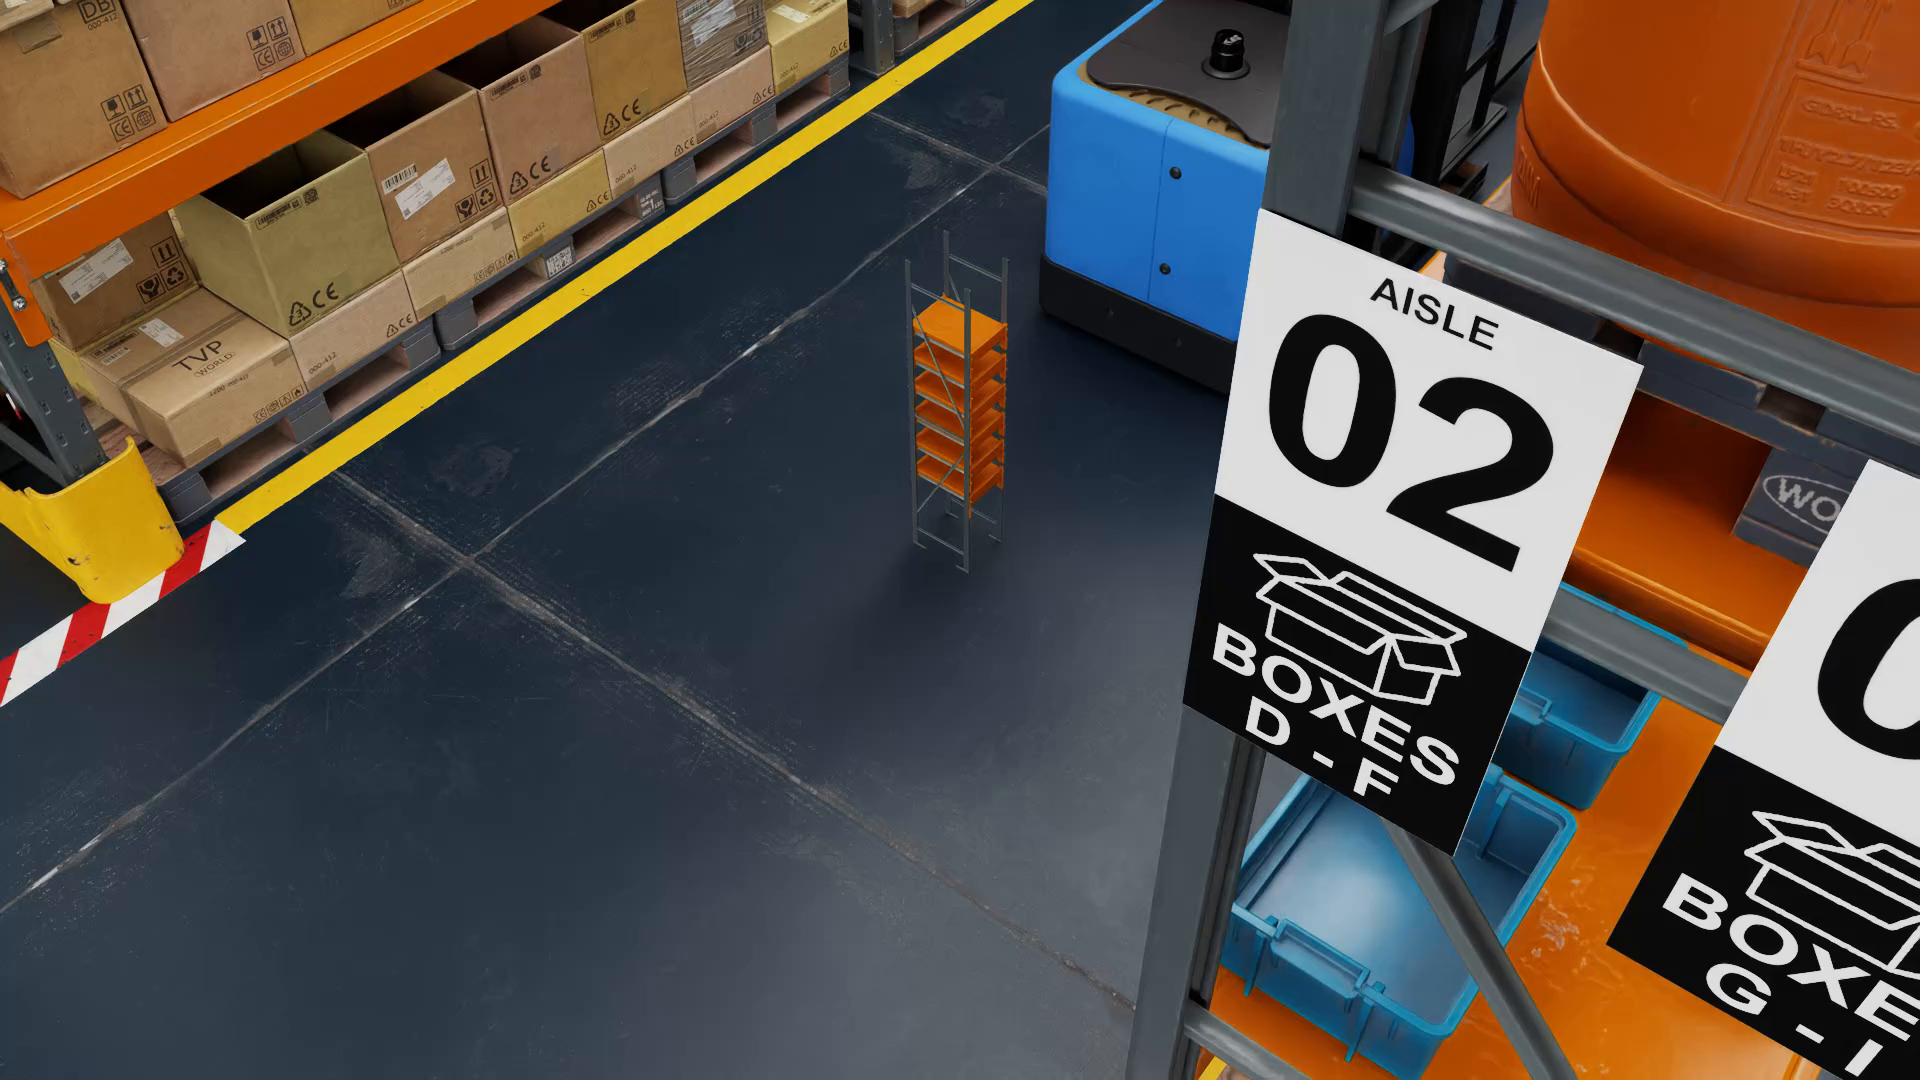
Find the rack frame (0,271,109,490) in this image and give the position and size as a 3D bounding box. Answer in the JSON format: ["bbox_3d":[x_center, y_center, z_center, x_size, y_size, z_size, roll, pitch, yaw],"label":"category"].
[{"bbox_3d":[-3.186,-1.173,4.796,1.000,3.000,0.127,29,53,25],"label":"rack frame"}]

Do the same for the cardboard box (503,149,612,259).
[{"bbox_3d":[-1.764,-1.434,6.657,0.500,0.250,0.500,29,53,25],"label":"cardboard box"}]

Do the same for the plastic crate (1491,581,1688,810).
[{"bbox_3d":[1.202,0.283,3.508,0.499,0.251,0.408,29,53,25],"label":"plastic crate"}]

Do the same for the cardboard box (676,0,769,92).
[{"bbox_3d":[-1.166,-2.273,6.939,0.500,0.500,0.500,29,53,25],"label":"cardboard box"}]

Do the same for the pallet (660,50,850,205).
[{"bbox_3d":[-1.260,-2.062,7.574,1.003,0.211,1.213,29,53,25],"label":"pallet"}]

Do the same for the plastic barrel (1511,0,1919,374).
[{"bbox_3d":[0.928,-0.644,1.629,0.600,0.830,0.708,29,53,25],"label":"plastic barrel"}]

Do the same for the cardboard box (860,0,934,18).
[{"bbox_3d":[-0.298,-2.778,7.940,0.500,0.250,0.500,28,52,24],"label":"cardboard box"}]

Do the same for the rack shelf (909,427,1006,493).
[{"bbox_3d":[-0.009,-0.293,5.427,0.258,0.103,0.180,29,53,25],"label":"rack shelf"}]

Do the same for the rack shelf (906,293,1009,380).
[{"bbox_3d":[-0.009,-0.624,5.080,0.258,0.103,0.180,29,53,25],"label":"rack shelf"}]

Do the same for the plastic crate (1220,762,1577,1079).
[{"bbox_3d":[0.801,0.652,3.156,0.499,0.251,0.616,29,53,25],"label":"plastic crate"}]

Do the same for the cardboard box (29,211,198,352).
[{"bbox_3d":[-3.094,-1.065,5.786,0.500,0.500,0.500,29,53,25],"label":"cardboard box"}]

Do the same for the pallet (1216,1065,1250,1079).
[{"bbox_3d":[1.242,1.456,4.213,1.003,0.211,1.213,29,53,25],"label":"pallet"}]

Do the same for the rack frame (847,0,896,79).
[{"bbox_3d":[-0.740,-3.462,6.982,1.000,3.000,0.127,29,53,25],"label":"rack frame"}]

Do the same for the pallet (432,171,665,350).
[{"bbox_3d":[-2.005,-1.361,6.904,1.003,0.211,1.213,29,53,25],"label":"pallet"}]

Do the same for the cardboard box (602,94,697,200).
[{"bbox_3d":[-1.458,-1.720,6.930,0.500,0.250,0.500,29,53,25],"label":"cardboard box"}]

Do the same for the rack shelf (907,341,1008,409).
[{"bbox_3d":[-0.009,-0.541,5.167,0.258,0.103,0.180,29,53,25],"label":"rack shelf"}]

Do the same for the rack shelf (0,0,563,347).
[{"bbox_3d":[-1.963,-2.069,6.149,1.077,0.370,4.000,29,53,25],"label":"rack shelf"}]

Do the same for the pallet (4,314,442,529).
[{"bbox_3d":[-2.752,-0.666,6.240,1.003,0.211,1.213,29,53,25],"label":"pallet"}]

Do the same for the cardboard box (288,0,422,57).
[{"bbox_3d":[-2.265,-2.053,5.567,0.700,0.500,0.500,30,53,25],"label":"cardboard box"}]

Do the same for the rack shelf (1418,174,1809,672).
[{"bbox_3d":[1.954,-0.913,2.971,1.077,0.370,4.000,29,53,25],"label":"rack shelf"}]

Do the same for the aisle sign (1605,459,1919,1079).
[{"bbox_3d":[0.919,0.292,1.599,0.394,0.787,0.004,29,53,25],"label":"aisle sign"}]

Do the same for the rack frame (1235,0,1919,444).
[{"bbox_3d":[0.732,-1.053,0.533,1.000,3.000,0.127,29,53,25],"label":"rack frame"}]

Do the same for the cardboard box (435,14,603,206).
[{"bbox_3d":[-1.763,-1.693,6.385,0.500,0.500,0.500,29,53,25],"label":"cardboard box"}]

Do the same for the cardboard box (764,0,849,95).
[{"bbox_3d":[-0.851,-2.295,7.479,0.500,0.250,0.500,29,53,25],"label":"cardboard box"}]

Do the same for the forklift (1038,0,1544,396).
[{"bbox_3d":[1.592,-2.542,6.151,1.130,2.935,3.031,28,53,24],"label":"forklift"}]

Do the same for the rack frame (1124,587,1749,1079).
[{"bbox_3d":[0.732,1.019,2.702,1.000,3.000,0.127,29,53,25],"label":"rack frame"}]

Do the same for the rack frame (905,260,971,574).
[{"bbox_3d":[-0.065,-0.354,5.258,0.240,1.200,0.006,29,53,25],"label":"rack frame"}]

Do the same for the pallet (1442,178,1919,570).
[{"bbox_3d":[1.315,-0.382,2.096,1.003,0.211,1.213,29,53,25],"label":"pallet"}]

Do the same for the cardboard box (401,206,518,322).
[{"bbox_3d":[-2.073,-1.150,6.385,0.500,0.250,0.500,29,53,25],"label":"cardboard box"}]

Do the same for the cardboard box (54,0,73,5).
[{"bbox_3d":[-2.616,-1.713,4.794,0.380,0.149,0.250,28,52,24],"label":"cardboard box"}]

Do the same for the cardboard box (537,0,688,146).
[{"bbox_3d":[-1.469,-1.985,6.664,0.500,0.500,0.500,29,53,25],"label":"cardboard box"}]

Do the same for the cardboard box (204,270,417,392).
[{"bbox_3d":[-2.379,-0.864,6.112,0.500,0.250,0.500,29,53,25],"label":"cardboard box"}]

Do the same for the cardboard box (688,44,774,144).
[{"bbox_3d":[-1.164,-2.013,7.210,0.500,0.250,0.500,29,53,25],"label":"cardboard box"}]

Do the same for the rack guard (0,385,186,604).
[{"bbox_3d":[-3.201,-0.296,5.687,1.175,0.500,0.348,29,53,25],"label":"rack guard"}]

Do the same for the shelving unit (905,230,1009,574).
[{"bbox_3d":[-0.009,-0.406,5.308,0.258,1.200,0.189,29,53,25],"label":"shelving unit"}]

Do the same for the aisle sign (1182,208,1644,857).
[{"bbox_3d":[0.452,0.031,1.848,0.394,0.787,0.004,29,53,25],"label":"aisle sign"}]

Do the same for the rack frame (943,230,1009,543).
[{"bbox_3d":[0.047,-0.459,5.358,0.240,1.200,0.006,29,53,25],"label":"rack frame"}]

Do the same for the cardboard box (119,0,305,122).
[{"bbox_3d":[-2.573,-1.771,5.299,0.700,0.500,0.500,31,53,26],"label":"cardboard box"}]

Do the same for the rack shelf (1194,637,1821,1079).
[{"bbox_3d":[1.954,0.123,4.055,1.077,0.370,4.000,29,53,25],"label":"rack shelf"}]

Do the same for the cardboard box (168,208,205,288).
[{"bbox_3d":[-2.796,-1.097,6.335,0.500,0.250,0.500,29,53,25],"label":"cardboard box"}]

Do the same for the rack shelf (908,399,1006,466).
[{"bbox_3d":[-0.009,-0.375,5.340,0.258,0.103,0.180,29,53,25],"label":"rack shelf"}]

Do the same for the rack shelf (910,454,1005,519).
[{"bbox_3d":[-0.009,-0.210,5.514,0.258,0.103,0.180,29,53,25],"label":"rack shelf"}]

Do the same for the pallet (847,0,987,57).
[{"bbox_3d":[-0.321,-2.937,8.410,1.003,0.211,1.213,29,53,25],"label":"pallet"}]

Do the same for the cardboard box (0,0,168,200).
[{"bbox_3d":[-2.890,-1.469,5.009,0.700,0.500,0.500,29,53,25],"label":"cardboard box"}]

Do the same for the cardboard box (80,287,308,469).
[{"bbox_3d":[-2.682,-0.576,5.837,0.500,0.250,0.500,29,53,25],"label":"cardboard box"}]

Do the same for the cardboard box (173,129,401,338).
[{"bbox_3d":[-2.378,-1.122,5.840,0.500,0.500,0.500,29,53,25],"label":"cardboard box"}]

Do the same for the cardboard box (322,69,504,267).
[{"bbox_3d":[-2.082,-1.414,6.119,0.500,0.500,0.500,29,53,25],"label":"cardboard box"}]

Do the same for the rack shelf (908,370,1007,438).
[{"bbox_3d":[-0.009,-0.458,5.254,0.258,0.103,0.180,29,53,25],"label":"rack shelf"}]

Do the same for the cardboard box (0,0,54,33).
[{"bbox_3d":[-2.776,-1.561,4.649,0.380,0.149,0.250,29,53,25],"label":"cardboard box"}]

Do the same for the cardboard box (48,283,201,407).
[{"bbox_3d":[-3.092,-0.805,6.056,0.500,0.250,0.500,29,53,25],"label":"cardboard box"}]
